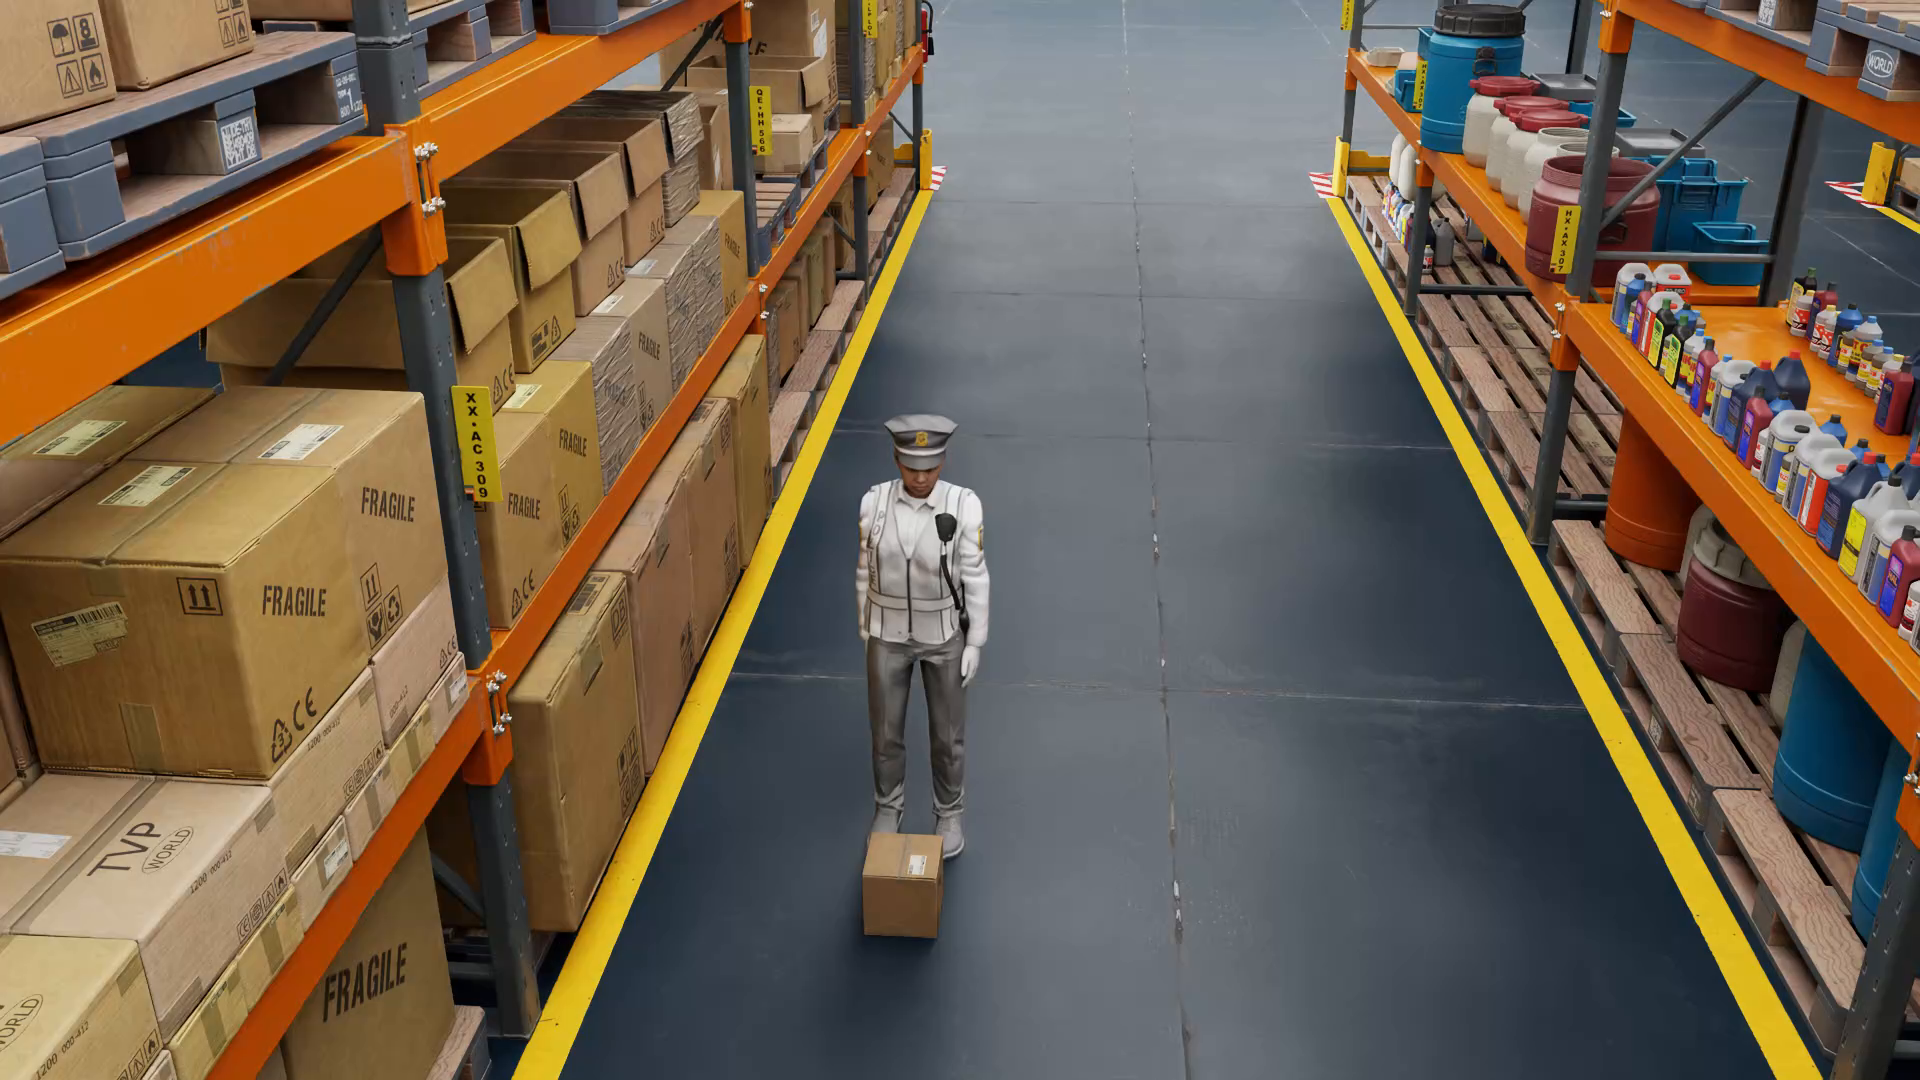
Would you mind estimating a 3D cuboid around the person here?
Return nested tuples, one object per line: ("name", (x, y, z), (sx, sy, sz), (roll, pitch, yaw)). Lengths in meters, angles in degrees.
("person", (-0.135, 0.356, 5.836), (0.469, 1.665, 0.328), (3, 25, 6))
